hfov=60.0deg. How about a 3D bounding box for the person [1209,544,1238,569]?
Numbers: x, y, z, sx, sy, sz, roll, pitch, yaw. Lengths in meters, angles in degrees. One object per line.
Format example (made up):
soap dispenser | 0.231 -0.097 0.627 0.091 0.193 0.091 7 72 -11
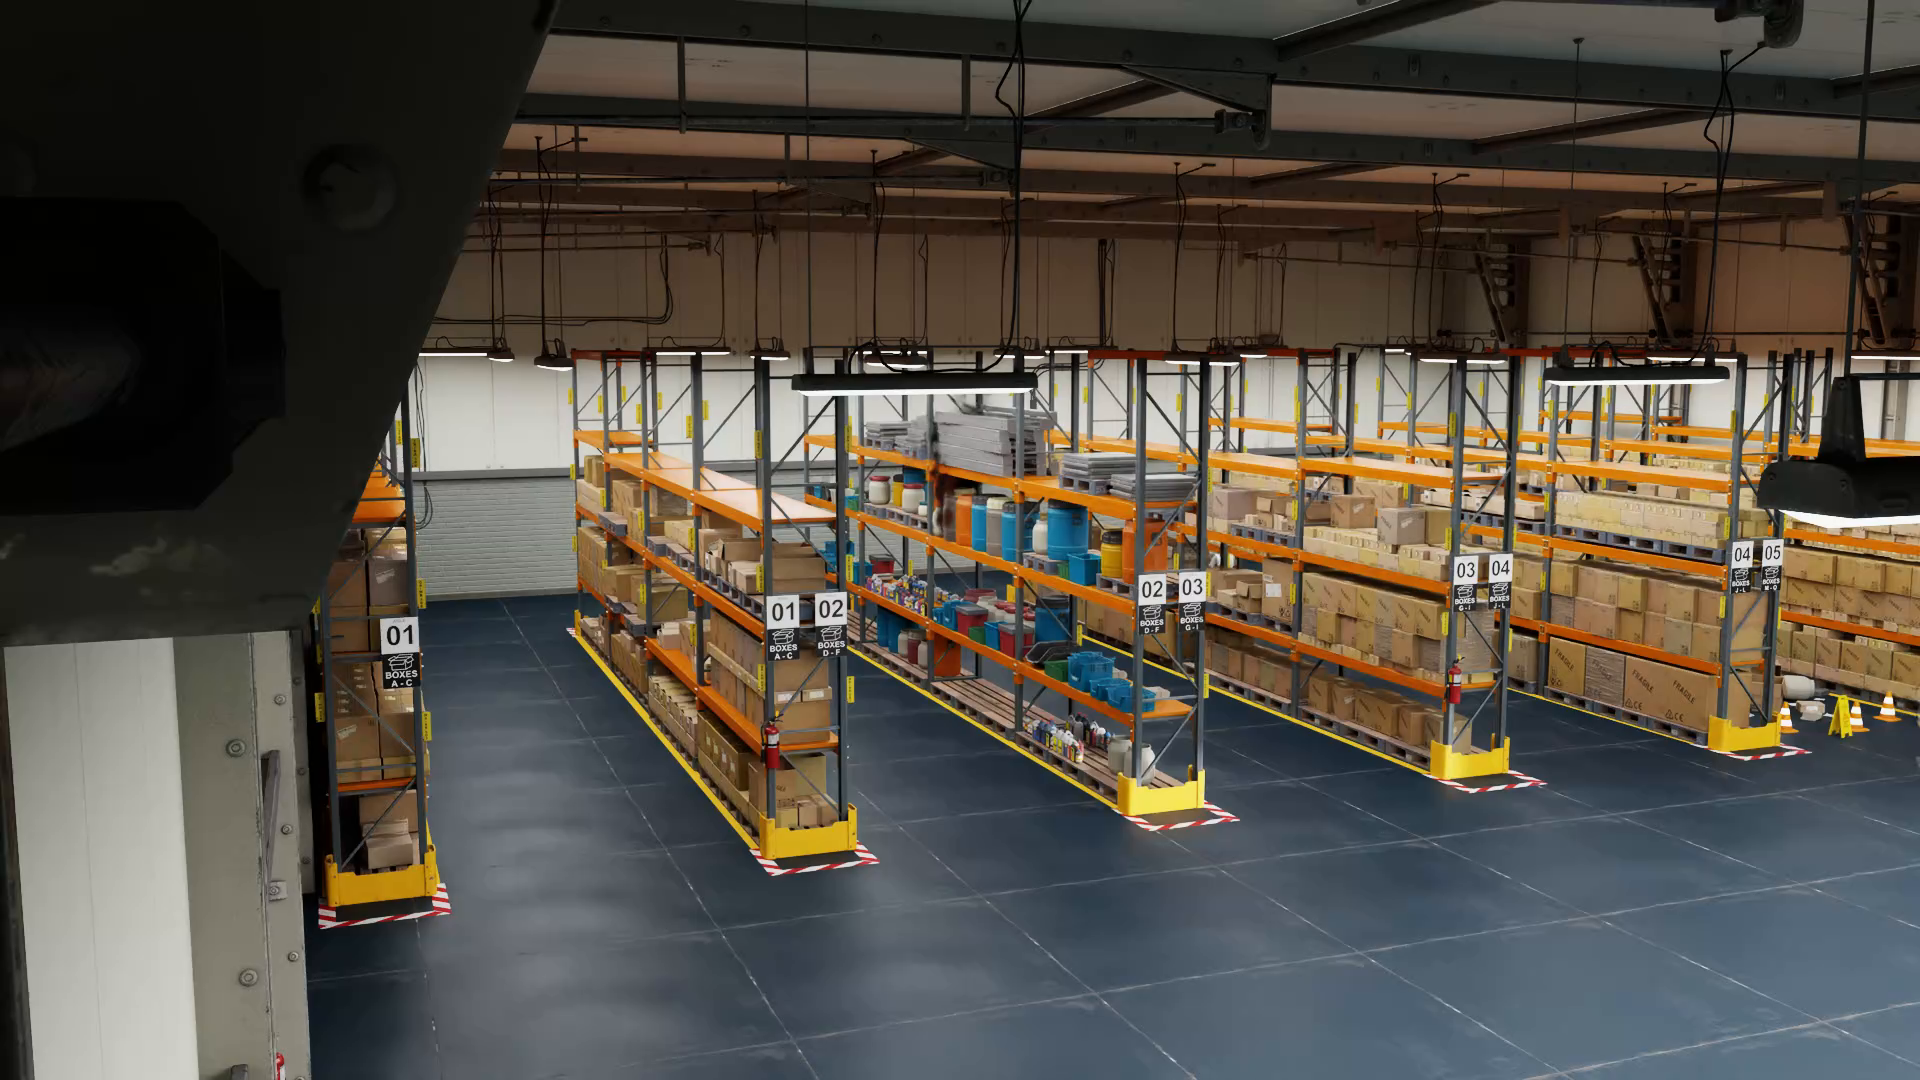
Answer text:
person | 5.834 0.899 36.836 0.712 1.740 0.624 -2 7 -17
